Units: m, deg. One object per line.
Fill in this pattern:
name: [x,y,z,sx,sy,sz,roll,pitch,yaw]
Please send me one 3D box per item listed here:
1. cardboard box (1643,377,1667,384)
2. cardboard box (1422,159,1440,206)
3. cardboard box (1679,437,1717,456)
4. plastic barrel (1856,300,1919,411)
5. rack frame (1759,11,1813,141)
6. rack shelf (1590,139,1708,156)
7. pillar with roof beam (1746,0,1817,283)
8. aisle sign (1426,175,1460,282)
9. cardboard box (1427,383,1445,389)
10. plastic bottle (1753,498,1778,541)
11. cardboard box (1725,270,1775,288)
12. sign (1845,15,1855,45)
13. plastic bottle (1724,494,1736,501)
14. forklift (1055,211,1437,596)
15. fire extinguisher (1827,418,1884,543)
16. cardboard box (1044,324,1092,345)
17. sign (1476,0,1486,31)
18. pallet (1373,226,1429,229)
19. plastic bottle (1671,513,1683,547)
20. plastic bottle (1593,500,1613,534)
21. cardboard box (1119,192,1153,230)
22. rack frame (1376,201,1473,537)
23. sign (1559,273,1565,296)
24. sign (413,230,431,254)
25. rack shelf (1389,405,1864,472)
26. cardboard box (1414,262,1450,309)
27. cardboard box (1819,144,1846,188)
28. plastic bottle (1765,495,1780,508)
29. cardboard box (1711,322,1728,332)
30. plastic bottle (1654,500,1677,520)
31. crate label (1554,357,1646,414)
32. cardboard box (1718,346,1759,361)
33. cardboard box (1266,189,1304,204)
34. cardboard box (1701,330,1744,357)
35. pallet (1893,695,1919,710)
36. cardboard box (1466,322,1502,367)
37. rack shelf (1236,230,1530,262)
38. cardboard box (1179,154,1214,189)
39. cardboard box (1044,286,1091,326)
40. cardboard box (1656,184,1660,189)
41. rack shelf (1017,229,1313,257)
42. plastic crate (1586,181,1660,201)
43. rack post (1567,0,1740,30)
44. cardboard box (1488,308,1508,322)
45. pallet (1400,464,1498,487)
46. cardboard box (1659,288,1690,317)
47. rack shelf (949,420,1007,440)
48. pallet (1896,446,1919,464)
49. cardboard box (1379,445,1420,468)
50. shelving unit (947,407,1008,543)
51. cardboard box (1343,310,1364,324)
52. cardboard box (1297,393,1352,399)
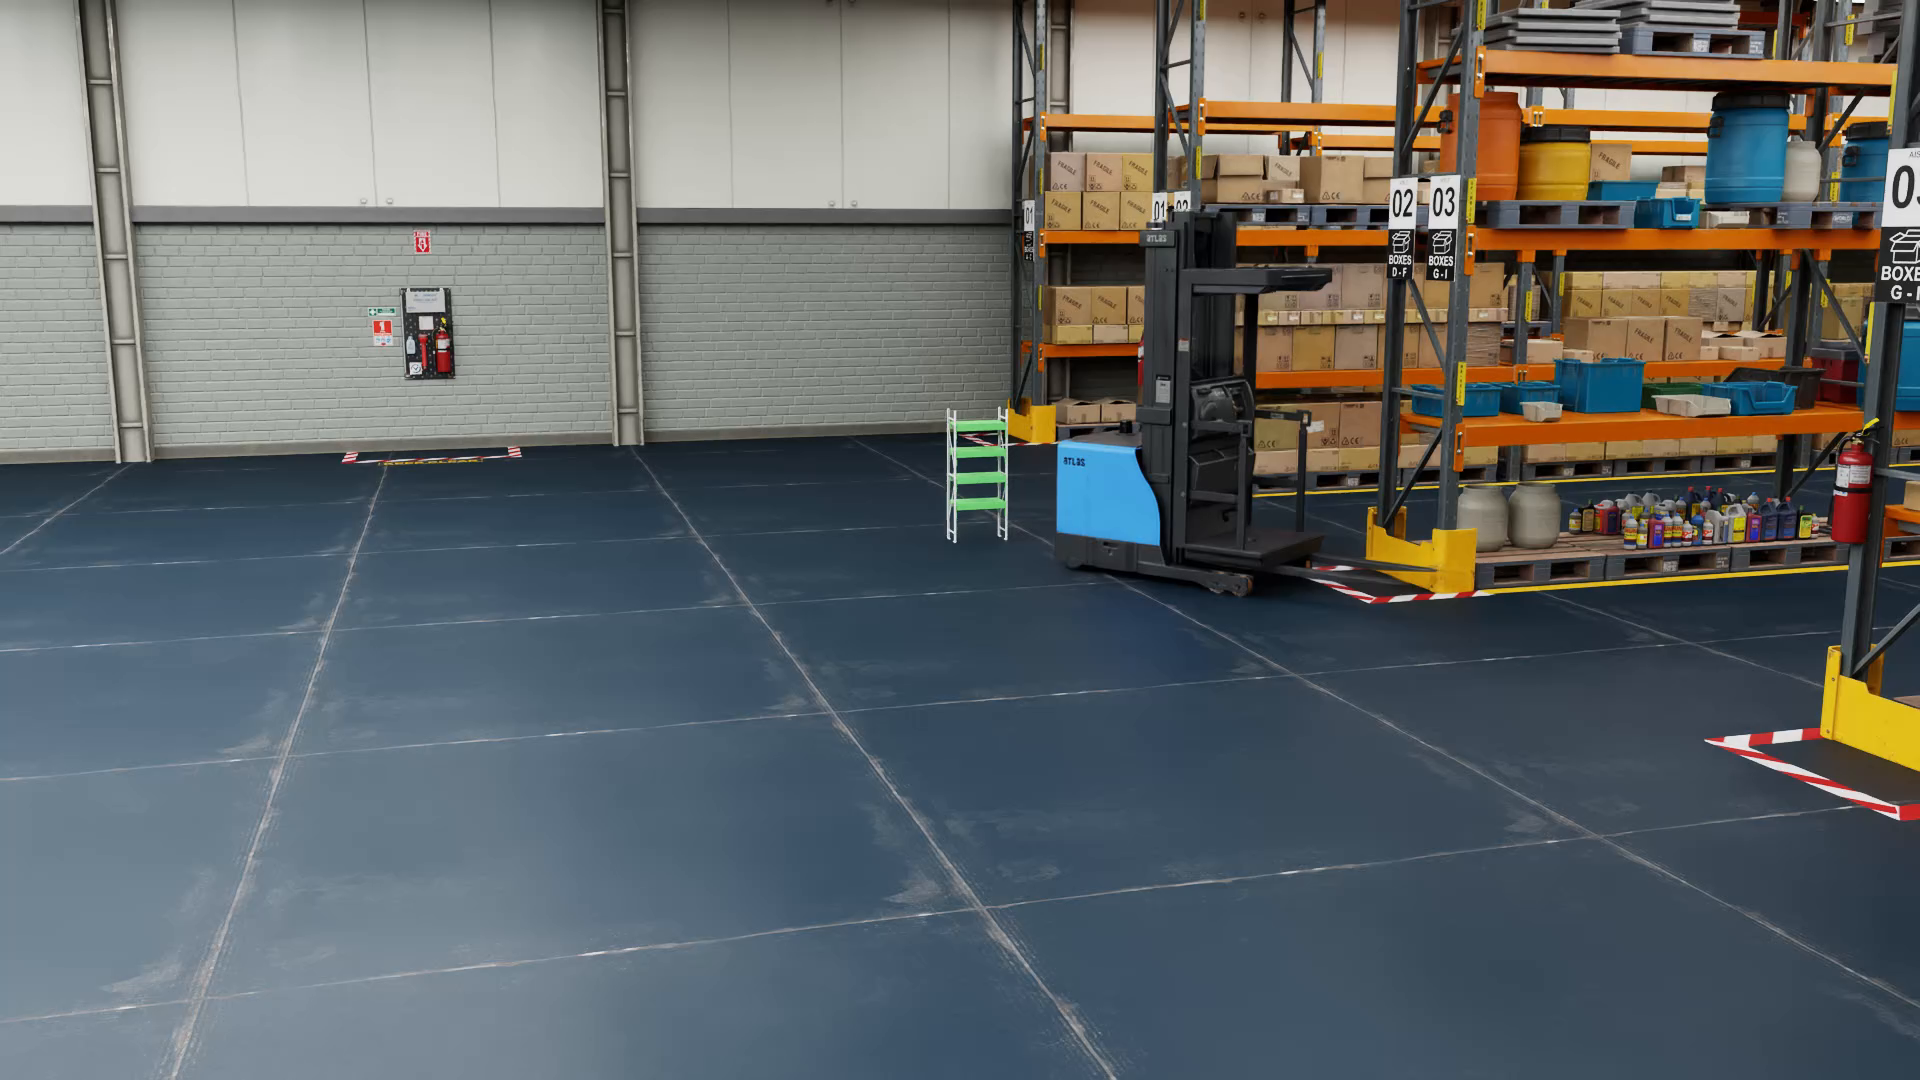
cardboard box: [10.169,-2.486,25.246,0.750,0.750,0.750,-3,11,-16]
cardboard box: [5.574,-4.036,18.779,0.500,0.500,0.500,-2,11,-11]
cardboard box: [8.557,-1.152,19.655,0.500,0.250,0.500,-3,11,-15]
plastic barrel: [7.968,-1.568,14.096,0.708,0.901,0.600,-3,11,-16]
rack frame: [12.424,-6.432,25.332,0.127,3.000,1.000,-3,11,-16]
rack shelf: [10.504,-5.780,24.884,4.000,0.370,1.077,-3,11,-16]
pillar with roof beam: [14.058,-5.869,22.277,0.548,9.000,9.100,-3,11,-16]
aisle sign: [3.684,-2.376,12.690,0.004,0.787,0.394,-3,11,-16]
cardboard box: [6.911,-2.185,24.520,0.500,0.500,0.700,-3,11,-16]
plastic bottle: [6.790,-0.175,14.020,0.185,0.351,0.144,-4,11,-19]
cardboard box: [12.047,-3.987,25.400,0.500,0.250,0.500,-3,11,-15]
sign: [10.130,-5.809,18.934,0.005,0.325,0.100,-3,11,-16]
plastic bottle: [6.781,-0.270,14.740,0.135,0.276,0.152,-3,11,-14]
forklift: [2.267,-1.112,13.197,3.031,2.935,1.130,8,13,37]
fire extinguisher: [4.817,-0.327,8.956,0.183,0.674,0.296,-3,11,-16]
cardboard box: [1.460,-2.780,22.423,0.500,0.250,0.500,-3,11,-18]
sign: [3.821,-3.904,12.177,0.005,0.325,0.100,-3,11,-16]
pallet: [6.361,-4.525,23.779,1.003,0.211,1.213,-3,11,-16]
plastic bottle: [5.925,-0.086,13.755,0.097,0.271,0.097,0,10,0]
plastic bottle: [5.562,-0.206,14.391,0.135,0.276,0.152,-3,11,-16]
cardboard box: [2.316,-4.430,22.411,0.500,0.500,0.500,-2,11,-13]
rack frame: [3.672,-1.152,13.222,0.127,3.000,1.000,-3,11,-16]
sign: [8.744,-3.716,24.169,0.005,0.325,0.100,-3,11,-16]
sign: [-6.847,-3.795,21.176,0.199,0.298,0.001,-3,11,-16]
rack shelf: [5.592,-0.899,13.837,4.000,0.370,1.077,-3,11,-16]
cardboard box: [5.222,-2.853,18.605,0.500,0.500,0.700,-3,11,-16]
cardboard box: [10.392,-4.455,19.842,0.500,0.500,0.500,-3,11,-16]
plastic bottle: [6.934,-0.210,14.209,0.185,0.351,0.144,-3,11,-16]
cardboard box: [11.444,-3.256,25.288,0.250,0.149,0.380,-3,11,-16]
plastic bottle: [6.097,-0.207,14.397,0.135,0.276,0.152,-3,11,-16]
crate label: [5.363,-1.309,13.980,0.616,0.435,0.502,-3,11,-16]
cardboard box: [9.185,-2.201,19.614,0.250,0.149,0.380,-3,11,-16]
cardboard box: [3.470,-3.669,17.758,0.250,0.149,0.380,-3,11,-16]
cardboard box: [9.059,-2.363,20.045,0.500,0.311,0.500,-3,11,-17]
pallet: [5.919,1.042,9.008,1.213,0.211,1.003,-3,11,-16]
cardboard box: [5.707,-2.241,18.863,0.500,0.500,0.700,-3,11,-17]
rack shelf: [4.211,-3.236,18.244,4.000,0.370,1.077,-3,11,-16]
cardboard box: [3.316,-4.972,22.596,0.500,0.500,0.500,-3,11,-18]
cardboard box: [1.445,-3.151,22.368,0.500,0.500,0.500,-3,11,-16]
cardboard box: [10.062,-5.116,24.978,0.500,0.500,0.700,-2,11,-13]
rack shelf: [2.823,-4.097,22.920,4.000,0.370,1.077,-3,11,-16]
plastic crate: [5.418,-2.768,13.760,0.575,0.384,0.392,-3,11,-16]
rack post: [5.523,-4.169,13.248,0.954,0.300,0.937,-3,11,-17]
cardboard box: [5.930,-2.533,18.655,0.250,0.149,0.380,-3,11,-16]
pallet: [5.356,-0.811,19.073,1.213,0.211,1.003,-3,11,-16]
cardboard box: [10.602,-3.542,25.051,0.500,0.500,0.500,-3,11,-14]
rack shelf: [0.159,-1.008,15.112,0.480,0.148,0.258,-3,11,-16]
pallet: [11.868,-1.139,20.853,1.213,0.211,1.003,-3,11,-16]
cardboard box: [4.788,-0.957,18.598,0.500,0.250,0.500,-3,11,-16]
shelving unit: [0.159,-0.598,15.187,0.503,1.200,0.258,-3,11,-16]
cardboard box: [4.204,-2.441,18.159,0.250,0.149,0.380,-3,11,-15]
cardboard box: [4.159,-1.393,18.897,0.500,0.500,0.500,-3,11,-16]
